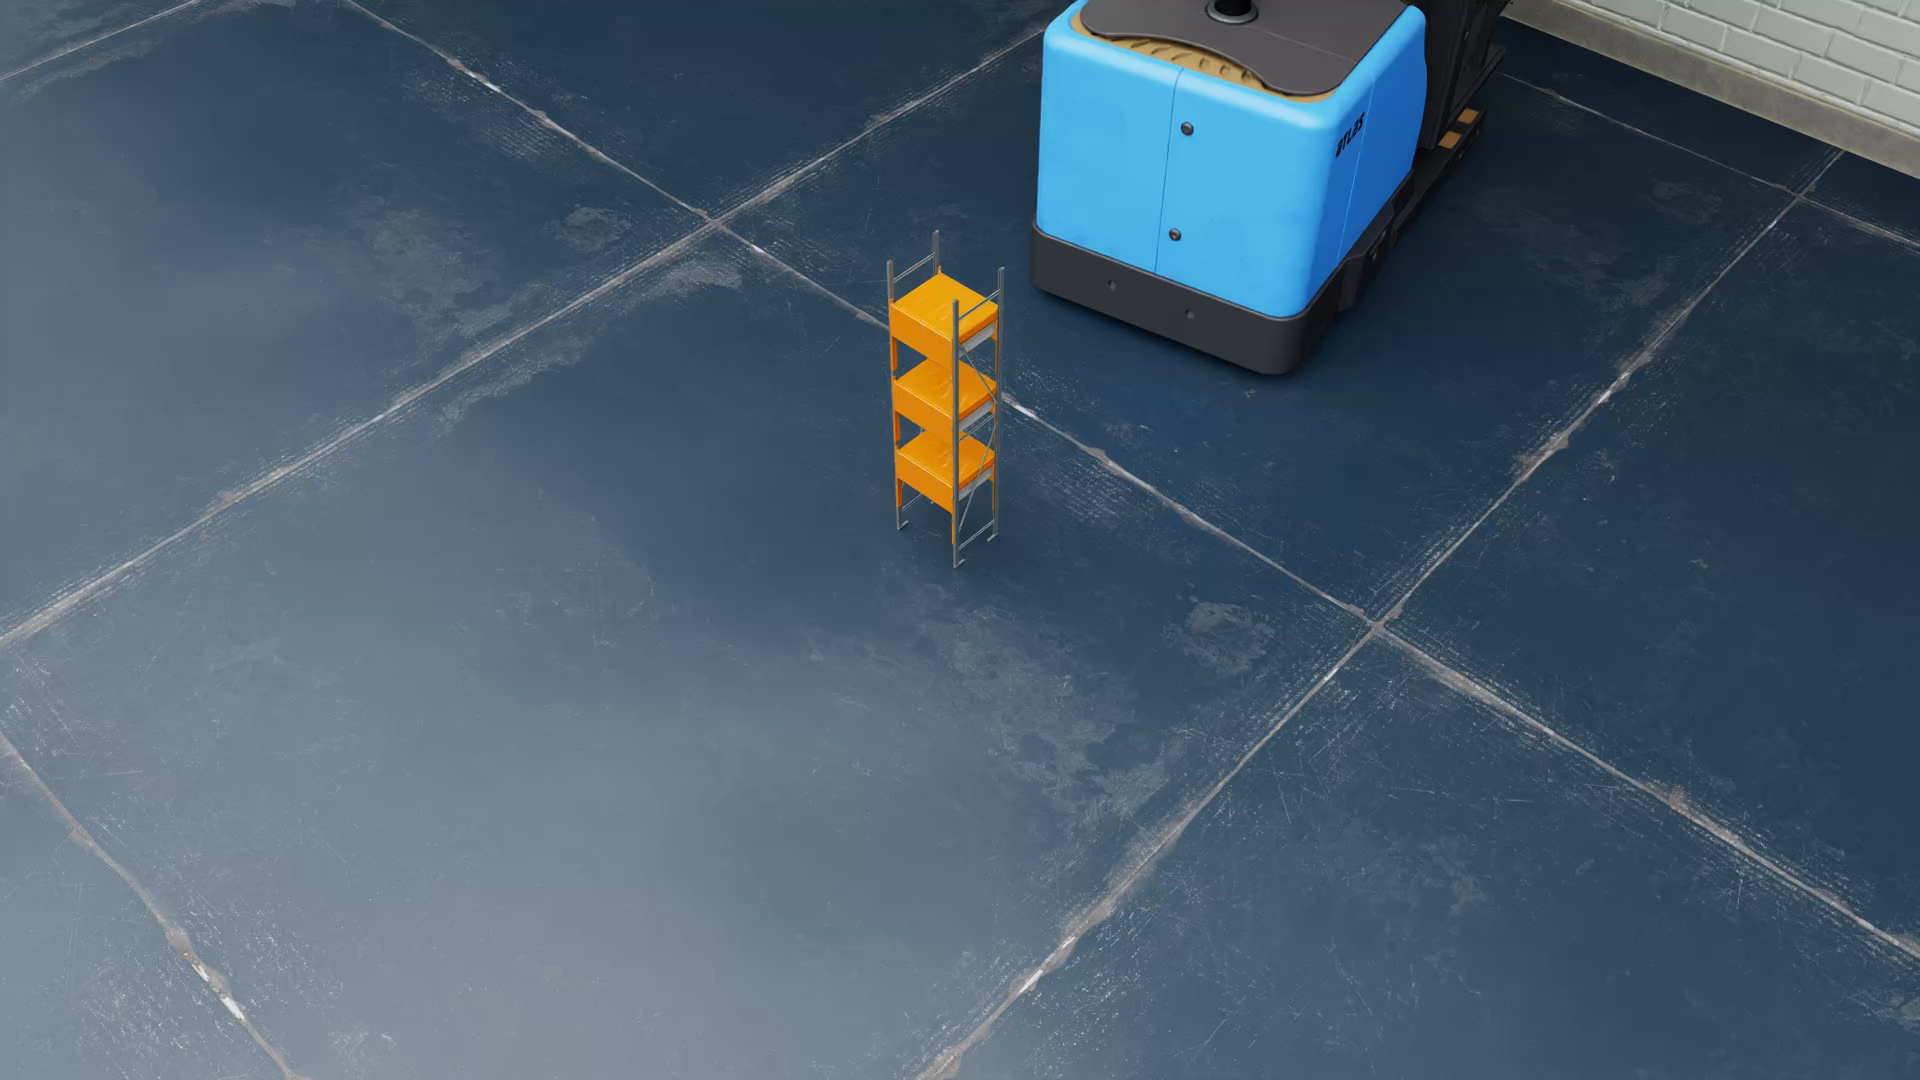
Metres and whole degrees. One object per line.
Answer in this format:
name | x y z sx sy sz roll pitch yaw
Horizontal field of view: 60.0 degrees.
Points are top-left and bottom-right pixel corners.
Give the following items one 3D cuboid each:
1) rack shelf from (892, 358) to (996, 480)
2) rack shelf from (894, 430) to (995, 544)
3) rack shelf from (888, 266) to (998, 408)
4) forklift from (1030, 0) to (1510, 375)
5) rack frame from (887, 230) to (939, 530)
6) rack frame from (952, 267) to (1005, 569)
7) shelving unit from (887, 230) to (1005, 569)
rack shelf | -0.039 -0.379 4.900 0.240 0.259 0.215 34 55 28
rack shelf | -0.039 -0.188 5.102 0.240 0.259 0.215 34 55 28
rack shelf | -0.039 -0.573 4.693 0.240 0.259 0.215 34 55 28
forklift | 1.461 -2.627 5.706 1.130 2.935 3.031 24 51 21
rack frame | -0.129 -0.446 4.949 0.008 1.050 0.200 34 55 28
rack frame | 0.050 -0.325 4.835 0.008 1.050 0.200 34 55 28
shelving unit | -0.039 -0.386 4.892 0.252 1.050 0.215 34 55 28
